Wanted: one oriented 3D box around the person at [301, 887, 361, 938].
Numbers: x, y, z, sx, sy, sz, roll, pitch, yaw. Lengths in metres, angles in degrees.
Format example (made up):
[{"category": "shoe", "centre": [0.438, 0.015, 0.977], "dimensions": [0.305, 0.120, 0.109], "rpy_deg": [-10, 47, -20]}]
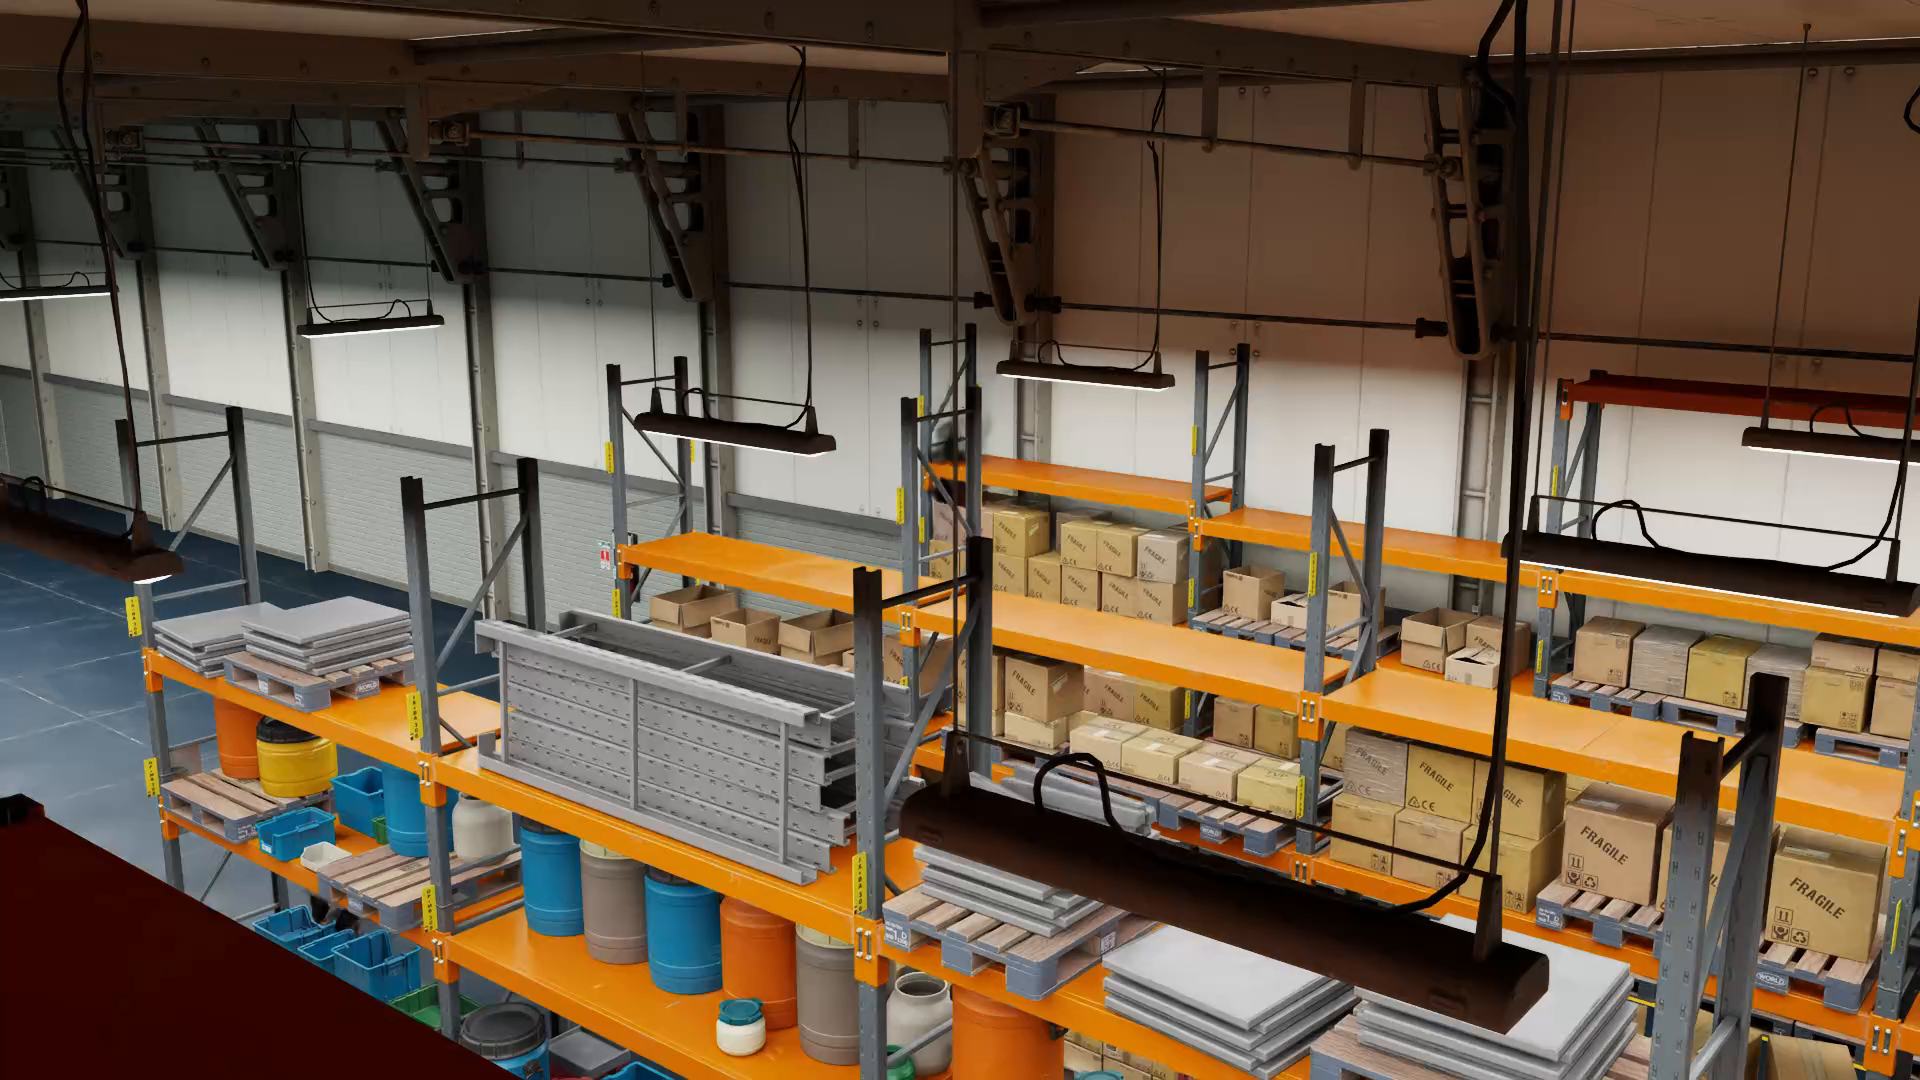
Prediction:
[{"category": "person", "centre": [-5.968, 3.724, 15.877], "dimensions": [0.731, 1.738, 0.657], "rpy_deg": [2, 13, 9]}]
